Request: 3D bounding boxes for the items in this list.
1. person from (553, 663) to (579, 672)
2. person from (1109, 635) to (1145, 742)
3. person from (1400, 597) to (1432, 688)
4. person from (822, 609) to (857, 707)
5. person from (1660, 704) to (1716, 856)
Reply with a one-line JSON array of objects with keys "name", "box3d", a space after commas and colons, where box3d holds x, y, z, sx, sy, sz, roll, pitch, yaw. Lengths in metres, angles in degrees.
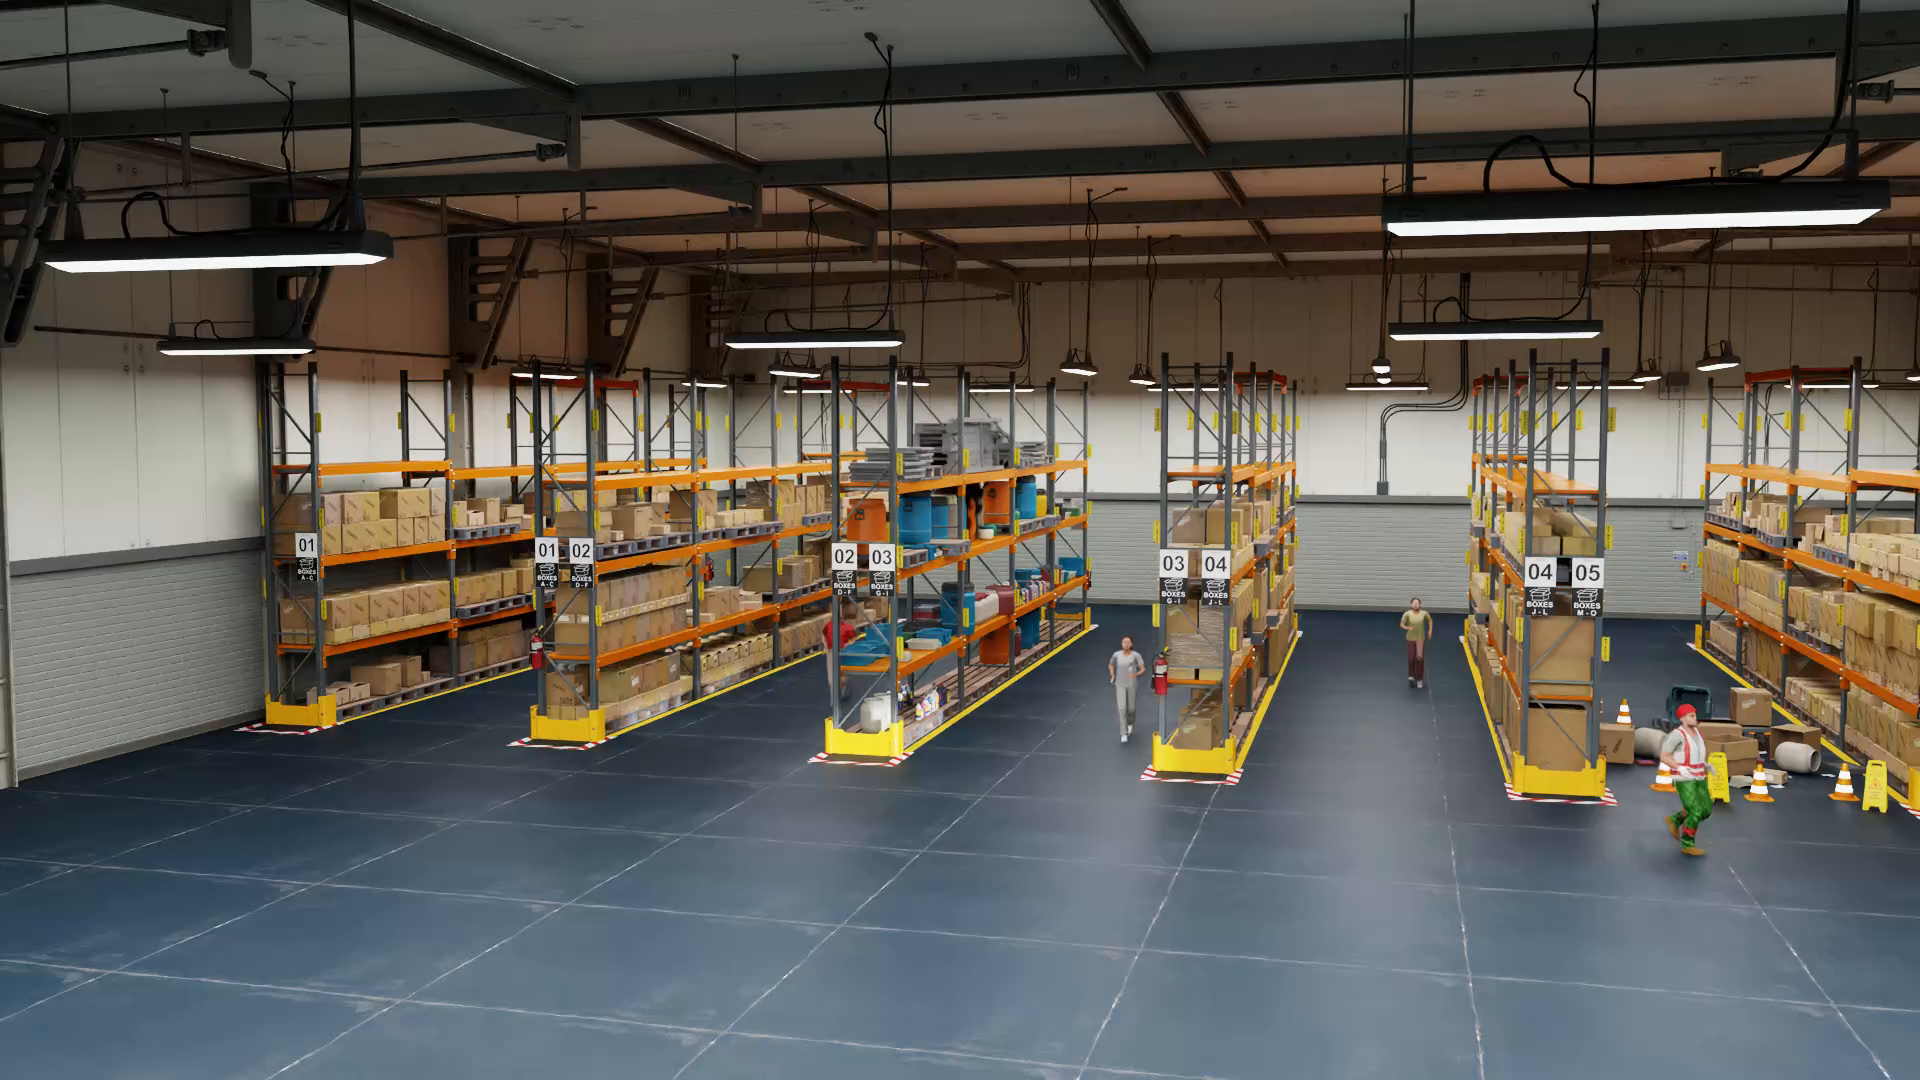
[{"name": "person", "box3d": [-6.965, 2.092, 29.676, 0.663, 1.664, 0.583, 1, 4, 19]}, {"name": "person", "box3d": [2.631, 2.321, 26.262, 0.586, 1.656, 0.752, 1, 4, 8]}, {"name": "person", "box3d": [8.684, 1.952, 31.685, 0.594, 1.743, 0.729, 1, 4, 15]}, {"name": "person", "box3d": [-2.171, 2.079, 29.681, 0.663, 1.724, 0.861, 1, 4, 7]}, {"name": "person", "box3d": [8.437, 2.771, 19.364, 0.645, 1.737, 0.622, -2, 5, -27]}]
